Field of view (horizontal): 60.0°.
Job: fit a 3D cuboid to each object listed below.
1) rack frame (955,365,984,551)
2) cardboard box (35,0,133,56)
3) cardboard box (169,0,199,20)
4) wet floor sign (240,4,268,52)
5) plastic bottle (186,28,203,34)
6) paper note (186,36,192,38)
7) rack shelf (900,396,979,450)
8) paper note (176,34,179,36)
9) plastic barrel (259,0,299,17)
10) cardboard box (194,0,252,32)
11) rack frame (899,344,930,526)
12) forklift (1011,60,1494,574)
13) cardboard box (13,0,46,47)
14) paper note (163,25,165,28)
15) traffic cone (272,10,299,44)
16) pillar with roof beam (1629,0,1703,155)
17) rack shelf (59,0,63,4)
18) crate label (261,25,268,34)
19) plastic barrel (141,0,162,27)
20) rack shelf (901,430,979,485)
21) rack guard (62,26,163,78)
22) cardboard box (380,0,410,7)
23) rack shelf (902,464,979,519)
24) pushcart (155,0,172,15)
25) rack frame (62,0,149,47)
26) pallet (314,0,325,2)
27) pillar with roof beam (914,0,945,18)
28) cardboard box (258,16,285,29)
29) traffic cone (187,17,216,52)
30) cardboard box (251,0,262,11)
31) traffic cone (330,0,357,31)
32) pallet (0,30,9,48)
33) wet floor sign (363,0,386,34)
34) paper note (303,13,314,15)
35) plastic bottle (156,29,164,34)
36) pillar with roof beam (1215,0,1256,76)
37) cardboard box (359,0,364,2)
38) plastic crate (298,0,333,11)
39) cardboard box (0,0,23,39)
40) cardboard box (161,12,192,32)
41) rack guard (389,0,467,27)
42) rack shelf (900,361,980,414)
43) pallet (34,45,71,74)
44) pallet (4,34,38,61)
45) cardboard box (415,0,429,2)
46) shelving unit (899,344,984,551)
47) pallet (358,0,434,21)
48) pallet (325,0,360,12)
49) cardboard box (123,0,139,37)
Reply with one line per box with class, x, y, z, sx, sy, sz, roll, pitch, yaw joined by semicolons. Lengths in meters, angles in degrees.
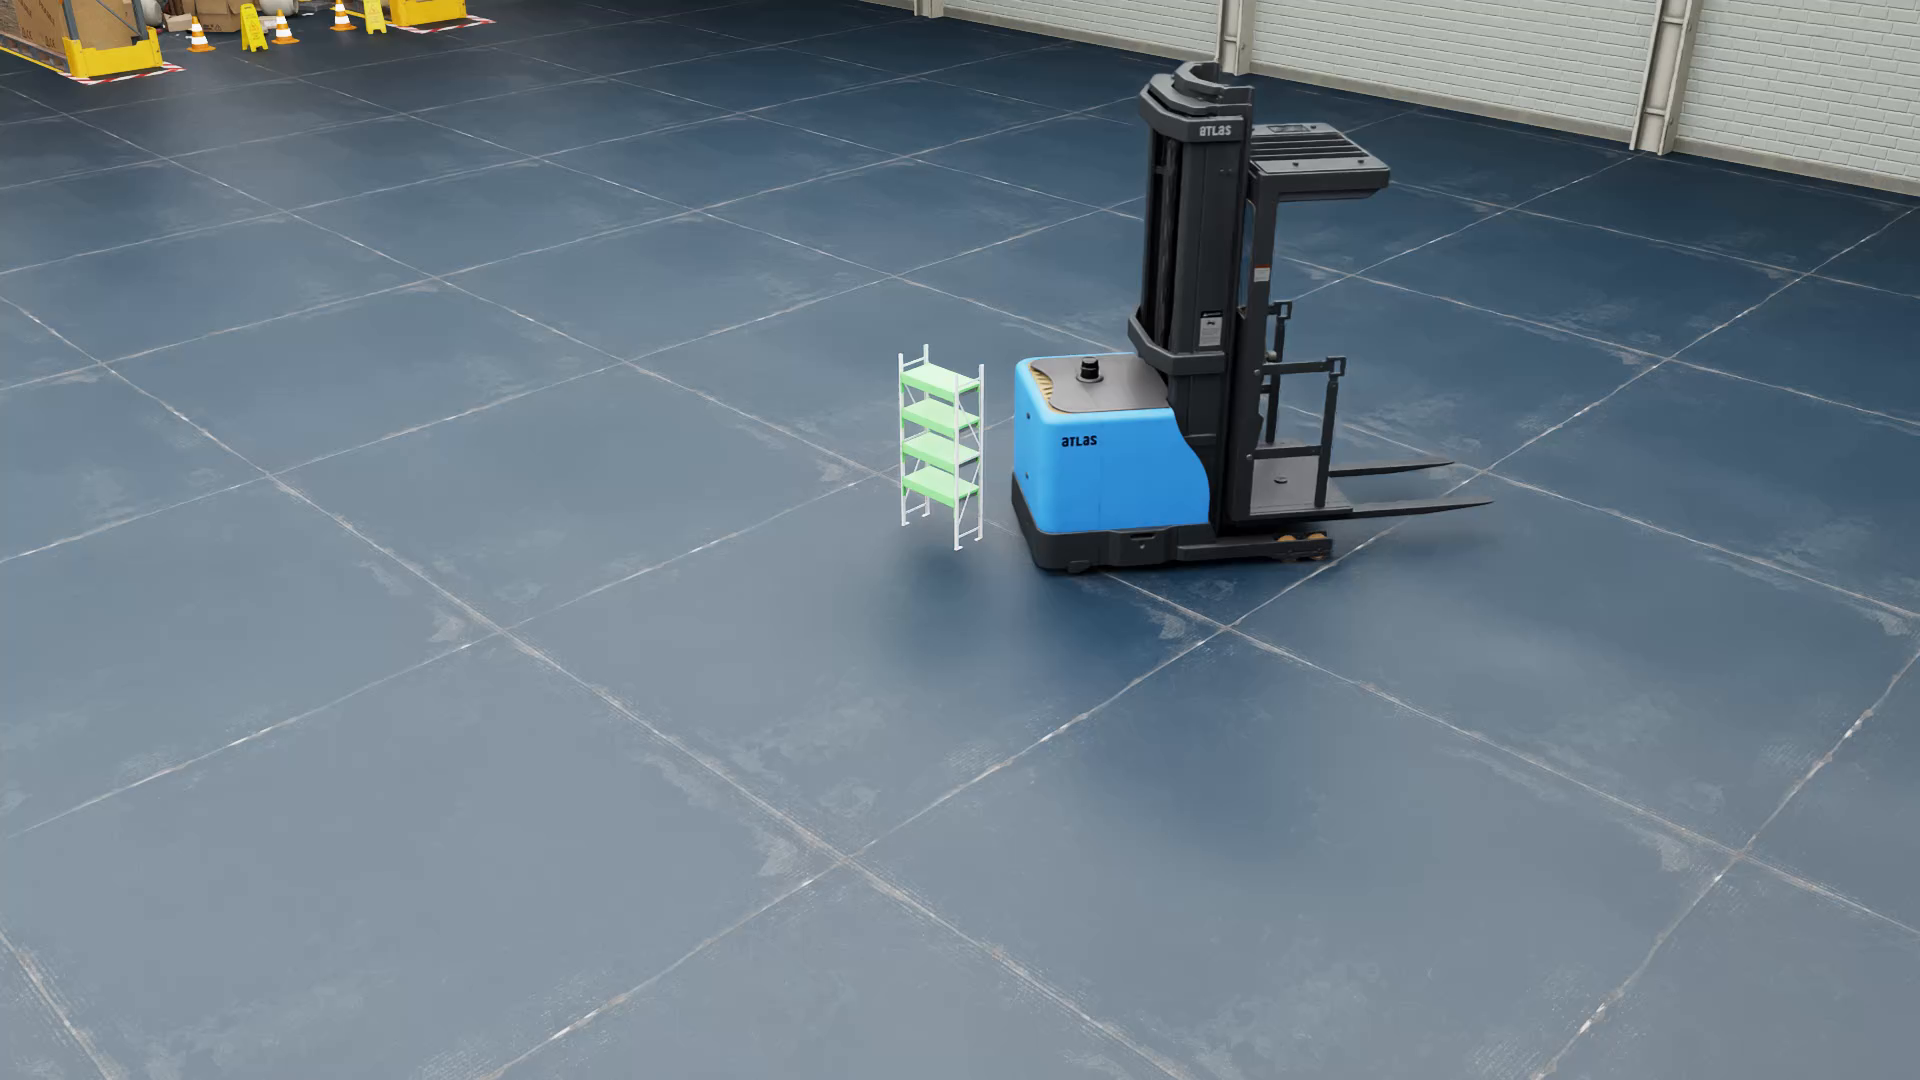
rack frame;0.056;-0.505;10.415;0.015;1.200;0.240;25;36;38
cardboard box;-12.313;-7.348;23.327;0.875;0.875;0.875;25;37;39
cardboard box;-12.085;-8.570;26.355;0.503;0.637;0.797;25;36;38
wet floor sign;-10.374;-7.509;24.331;0.232;0.644;0.267;18;33;30
plastic bottle;-11.786;-7.819;25.548;0.283;0.061;0.133;12;30;22
paper note;-11.681;-7.650;25.261;0.144;0.017;0.142;-13;30;-22
rack shelf;-0.118;-0.741;10.485;0.480;0.148;0.258;25;36;38
paper note;-11.960;-7.719;25.412;0.032;0.001;0.123;-7;29;-14
plastic barrel;-10.919;-8.610;26.664;0.512;0.421;0.421;-3;28;-5
cardboard box;-11.412;-8.207;25.811;0.637;0.503;0.797;2;28;4
rack frame;-0.292;-0.665;10.718;0.015;1.200;0.240;25;36;38
forklift;1.903;-1.396;10.248;3.031;2.935;1.130;-4;28;-8
cardboard box;-12.942;-7.635;23.872;0.875;0.875;0.875;24;36;38
paper note;-12.384;-8.055;26.038;0.172;0.023;0.155;-13;30;-22
traffic cone;-10.131;-7.689;24.869;0.334;0.463;0.336;25;36;38
pillar with roof beam;5.045;-7.107;14.591;0.400;9.000;9.100;25;36;38
rack shelf;-13.209;-8.238;23.960;4.000;0.370;1.077;25;36;38
crate label;-10.735;-7.781;25.394;0.298;0.136;0.250;7;29;13
plastic barrel;-12.751;-8.207;25.897;0.512;0.421;0.421;-3;28;-5
rack shelf;-0.118;-0.529;10.597;0.480;0.148;0.258;25;36;38
rack guard;-11.766;-6.789;23.118;0.348;0.500;1.175;25;36;38
cardboard box;-9.167;-8.730;26.627;0.500;0.250;0.500;24;36;38
rack shelf;-0.118;-0.316;10.708;0.480;0.148;0.258;25;36;38
pushcart;-12.800;-8.951;27.360;0.936;0.377;1.648;12;30;22
rack frame;-11.783;-7.903;22.551;0.127;3.000;1.000;25;36;38
pallet;-10.733;-9.443;28.475;1.213;0.211;1.003;25;36;38
pillar with roof beam;-3.512;-11.023;22.037;0.400;9.000;9.100;25;36;38
cardboard box;-10.735;-8.074;25.939;0.380;0.149;0.250;-7;29;-14
traffic cone;-11.166;-7.425;24.367;0.334;0.463;0.336;25;36;38
cardboard box;-11.427;-8.978;27.278;0.500;0.500;0.500;-3;28;-5
traffic cone;-9.596;-8.169;25.781;0.334;0.463;0.336;25;36;38
pallet;-14.148;-7.700;25.161;1.213;0.211;1.003;25;36;38
wet floor sign;-8.999;-8.120;25.493;0.267;0.644;0.232;-13;30;-22
paper note;-10.543;-8.512;26.898;0.148;0.019;0.142;12;30;22
plastic bottle;-12.354;-7.793;25.498;0.133;0.061;0.283;12;30;22
pillar with roof beam;0.767;-9.065;18.314;0.400;9.000;9.100;25;36;38
cardboard box;-9.513;-8.894;26.938;0.500;0.250;0.500;25;37;39
plastic crate;-10.692;-8.808;27.408;0.583;0.080;0.402;12;30;22
cardboard box;-13.590;-7.933;24.439;0.875;0.875;0.875;25;37;39
cardboard box;-12.118;-8.049;25.765;0.396;0.266;0.258;-18;33;-31
rack guard;-8.439;-8.498;26.367;0.348;0.500;1.175;25;36;38
rack shelf;-0.118;-0.953;10.373;0.480;0.148;0.258;25;36;38
pallet;-12.408;-6.904;23.647;1.213;0.211;1.003;25;36;38
pallet;-13.274;-7.302;24.404;1.213;0.211;1.003;25;36;38
cardboard box;-8.766;-8.903;26.955;0.500;0.250;0.500;24;36;38
shelving unit;-0.118;-0.585;10.567;0.503;1.200;0.258;25;36;38
pallet;-8.993;-8.647;26.961;1.213;0.211;1.003;25;36;38
pallet;-9.859;-9.045;27.717;1.213;0.211;1.003;25;36;38
cardboard box;-12.809;-7.937;25.299;0.500;0.500;0.500;-18;33;-31
